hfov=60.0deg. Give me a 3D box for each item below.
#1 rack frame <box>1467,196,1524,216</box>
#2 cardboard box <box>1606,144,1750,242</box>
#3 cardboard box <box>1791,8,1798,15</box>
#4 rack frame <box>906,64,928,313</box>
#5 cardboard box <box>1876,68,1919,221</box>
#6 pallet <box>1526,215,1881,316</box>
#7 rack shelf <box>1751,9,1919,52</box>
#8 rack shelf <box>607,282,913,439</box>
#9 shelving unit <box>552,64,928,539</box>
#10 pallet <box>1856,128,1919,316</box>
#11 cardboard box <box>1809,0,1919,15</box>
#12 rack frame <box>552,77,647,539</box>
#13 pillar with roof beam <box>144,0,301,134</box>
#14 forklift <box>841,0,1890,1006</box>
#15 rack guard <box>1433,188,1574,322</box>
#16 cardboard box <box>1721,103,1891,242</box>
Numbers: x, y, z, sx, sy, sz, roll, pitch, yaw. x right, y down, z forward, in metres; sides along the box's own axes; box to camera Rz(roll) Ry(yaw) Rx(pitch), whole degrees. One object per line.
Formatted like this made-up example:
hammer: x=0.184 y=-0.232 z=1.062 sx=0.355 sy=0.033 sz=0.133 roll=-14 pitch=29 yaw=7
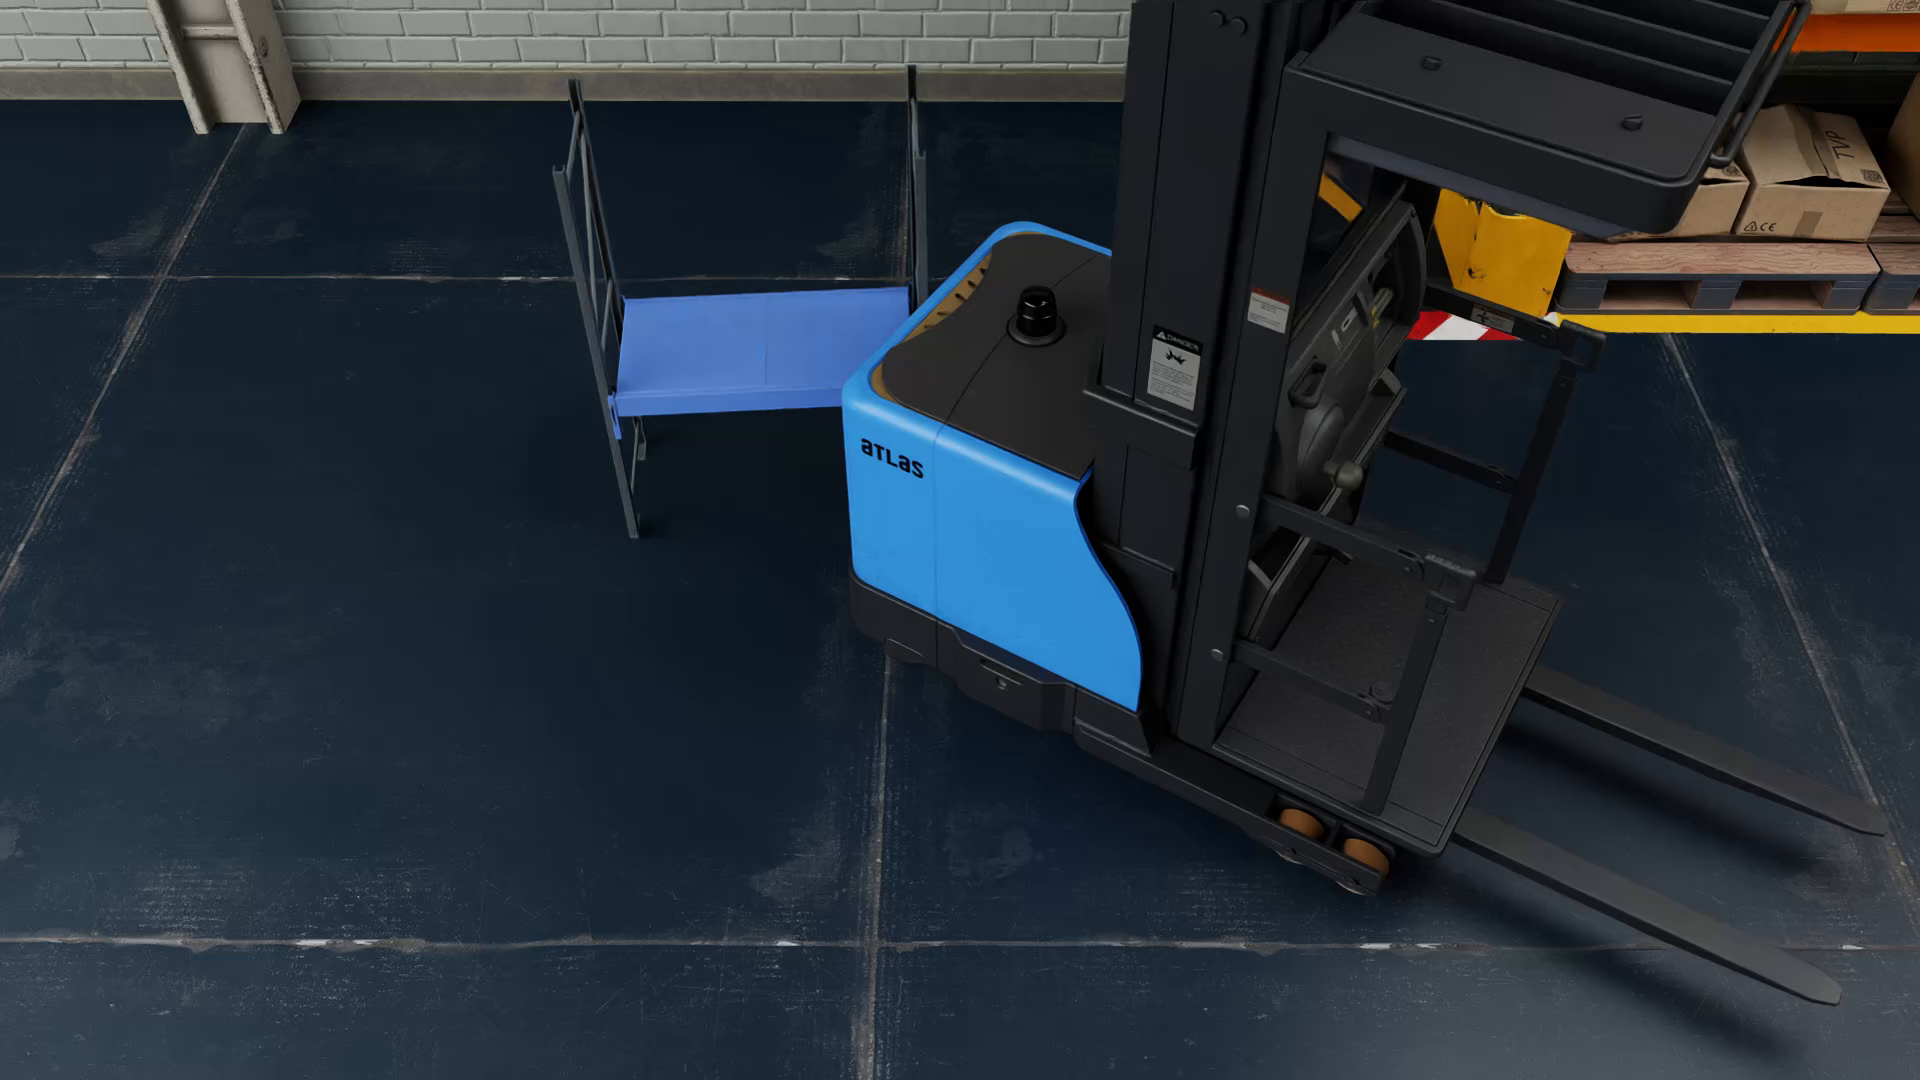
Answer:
rack frame: x=2.073 y=-2.306 z=5.848 sx=0.127 sy=3.000 sz=1.000 roll=0 pitch=47 yaw=0
cardboard box: x=2.765 y=-1.473 z=6.608 sx=0.500 sy=0.311 sz=0.500 roll=-5 pitch=47 yaw=-4
cardboard box: x=2.560 y=-2.028 z=5.678 sx=0.500 sy=0.250 sz=0.500 roll=-1 pitch=47 yaw=-1
rack frame: x=-0.130 y=-0.750 z=5.424 sx=0.032 sy=1.500 sz=0.500 roll=-3 pitch=47 yaw=-3
cardboard box: x=4.068 y=-1.497 z=6.501 sx=0.500 sy=0.500 sz=0.700 roll=-3 pitch=47 yaw=-2
pallet: x=2.962 y=-1.328 z=6.842 sx=1.213 sy=0.211 sz=1.003 roll=0 pitch=47 yaw=0
rack shelf: x=4.073 y=-2.056 z=6.106 sx=4.000 sy=0.370 sz=1.077 roll=0 pitch=47 yaw=0
rack shelf: x=-0.637 y=-0.602 z=5.532 sx=1.000 sy=0.185 sz=0.538 roll=-3 pitch=47 yaw=-3
shelving unit: x=-0.637 y=-0.725 z=5.400 sx=1.048 sy=1.500 sz=0.538 roll=-3 pitch=47 yaw=-3
pallet: x=4.178 y=-1.323 z=6.837 sx=1.213 sy=0.211 sz=1.003 roll=0 pitch=47 yaw=0
cardboard box: x=3.079 y=-2.037 z=5.686 sx=0.500 sy=0.250 sz=0.500 roll=-1 pitch=47 yaw=-1
rack frame: x=-1.144 y=-0.699 z=5.376 sx=0.032 sy=1.500 sz=0.500 roll=-3 pitch=47 yaw=-3
pillar with roof beam: x=-3.239 y=-1.847 z=1.321 sx=0.400 sy=9.000 sz=9.100 roll=0 pitch=47 yaw=0
forklift: x=1.169 y=-0.427 z=4.145 sx=3.031 sy=2.935 sz=1.130 roll=24 pitch=52 yaw=21
rack guard: x=2.149 y=-1.455 z=6.762 sx=0.348 sy=0.500 sz=1.175 roll=0 pitch=47 yaw=0
cardboard box: x=3.335 y=-1.471 z=6.606 sx=0.500 sy=0.311 sz=0.500 roll=4 pitch=47 yaw=3
